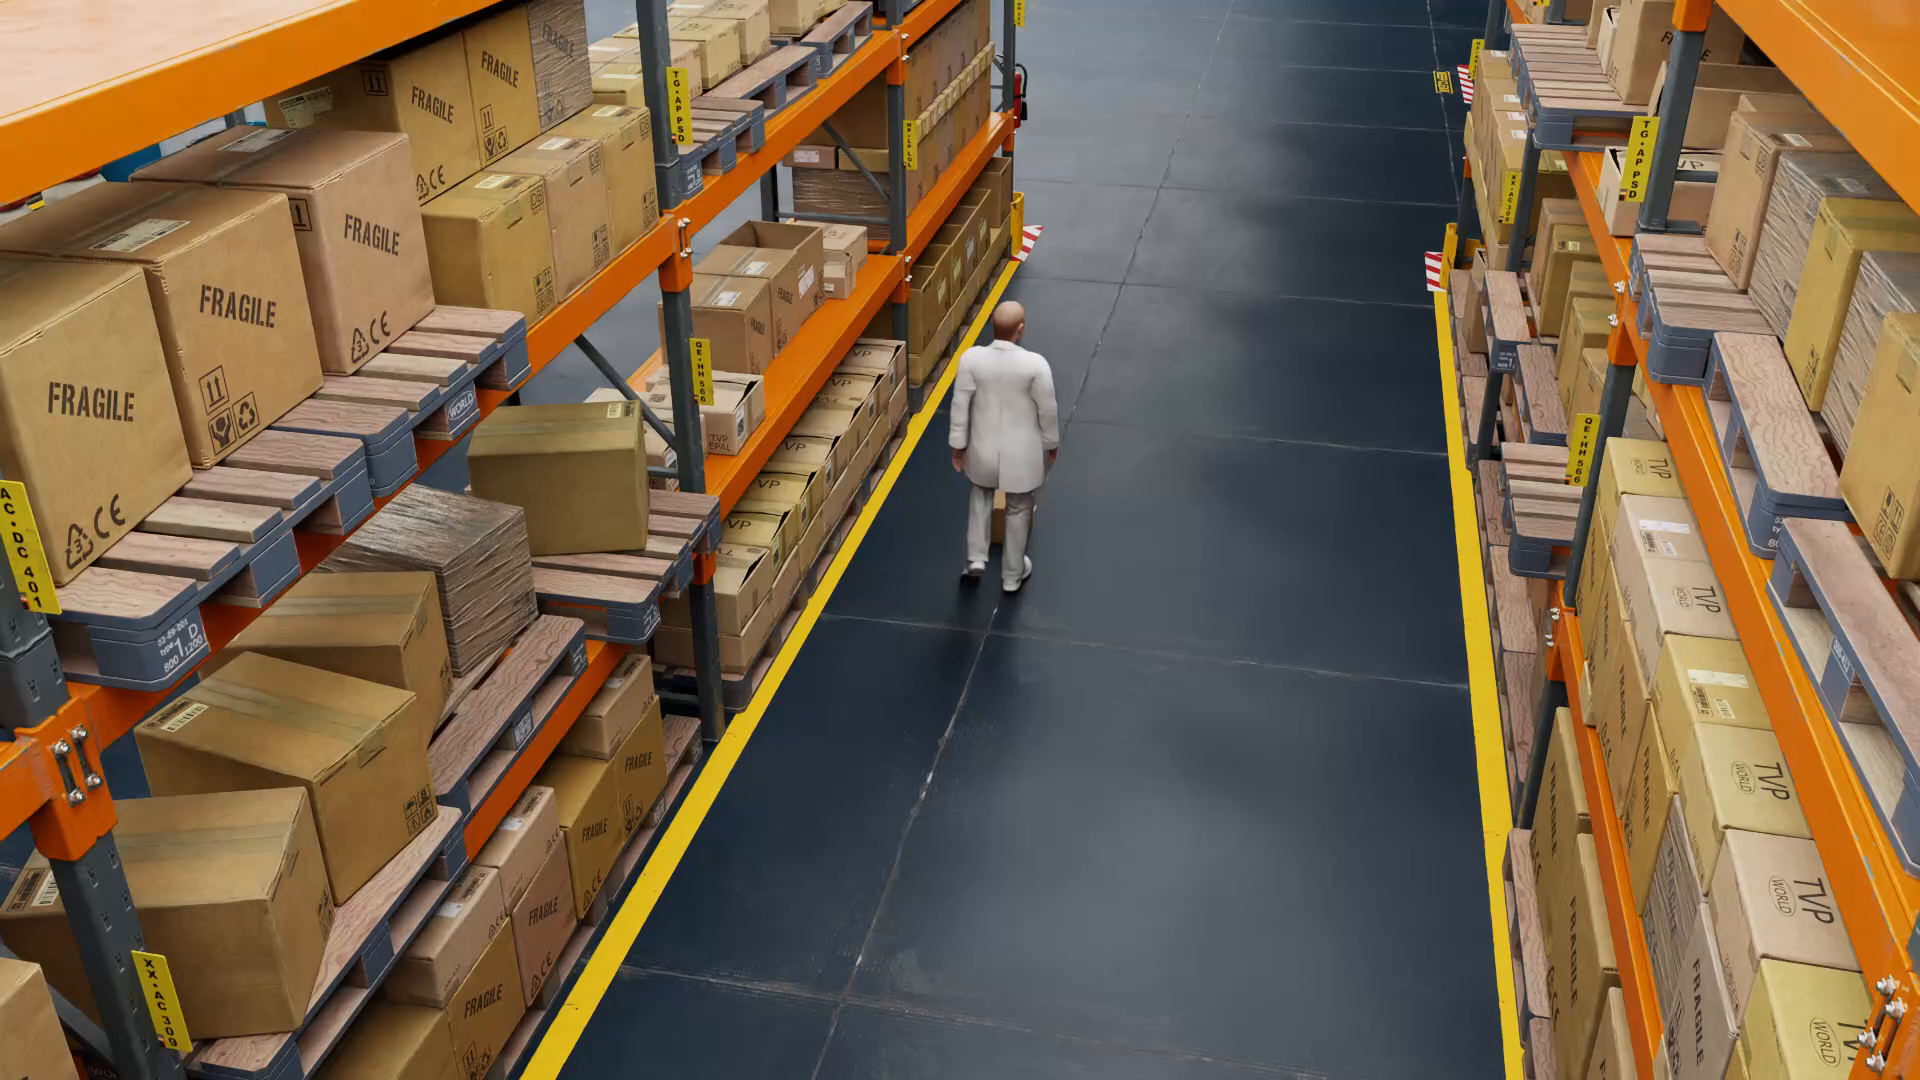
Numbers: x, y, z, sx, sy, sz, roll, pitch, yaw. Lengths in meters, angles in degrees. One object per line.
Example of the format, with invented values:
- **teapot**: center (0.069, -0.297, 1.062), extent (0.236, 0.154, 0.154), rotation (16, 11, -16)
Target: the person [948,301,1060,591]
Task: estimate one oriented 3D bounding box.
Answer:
- **person**: center (0.268, -0.525, 9.625), extent (0.617, 1.847, 0.413), rotation (7, 29, 13)
